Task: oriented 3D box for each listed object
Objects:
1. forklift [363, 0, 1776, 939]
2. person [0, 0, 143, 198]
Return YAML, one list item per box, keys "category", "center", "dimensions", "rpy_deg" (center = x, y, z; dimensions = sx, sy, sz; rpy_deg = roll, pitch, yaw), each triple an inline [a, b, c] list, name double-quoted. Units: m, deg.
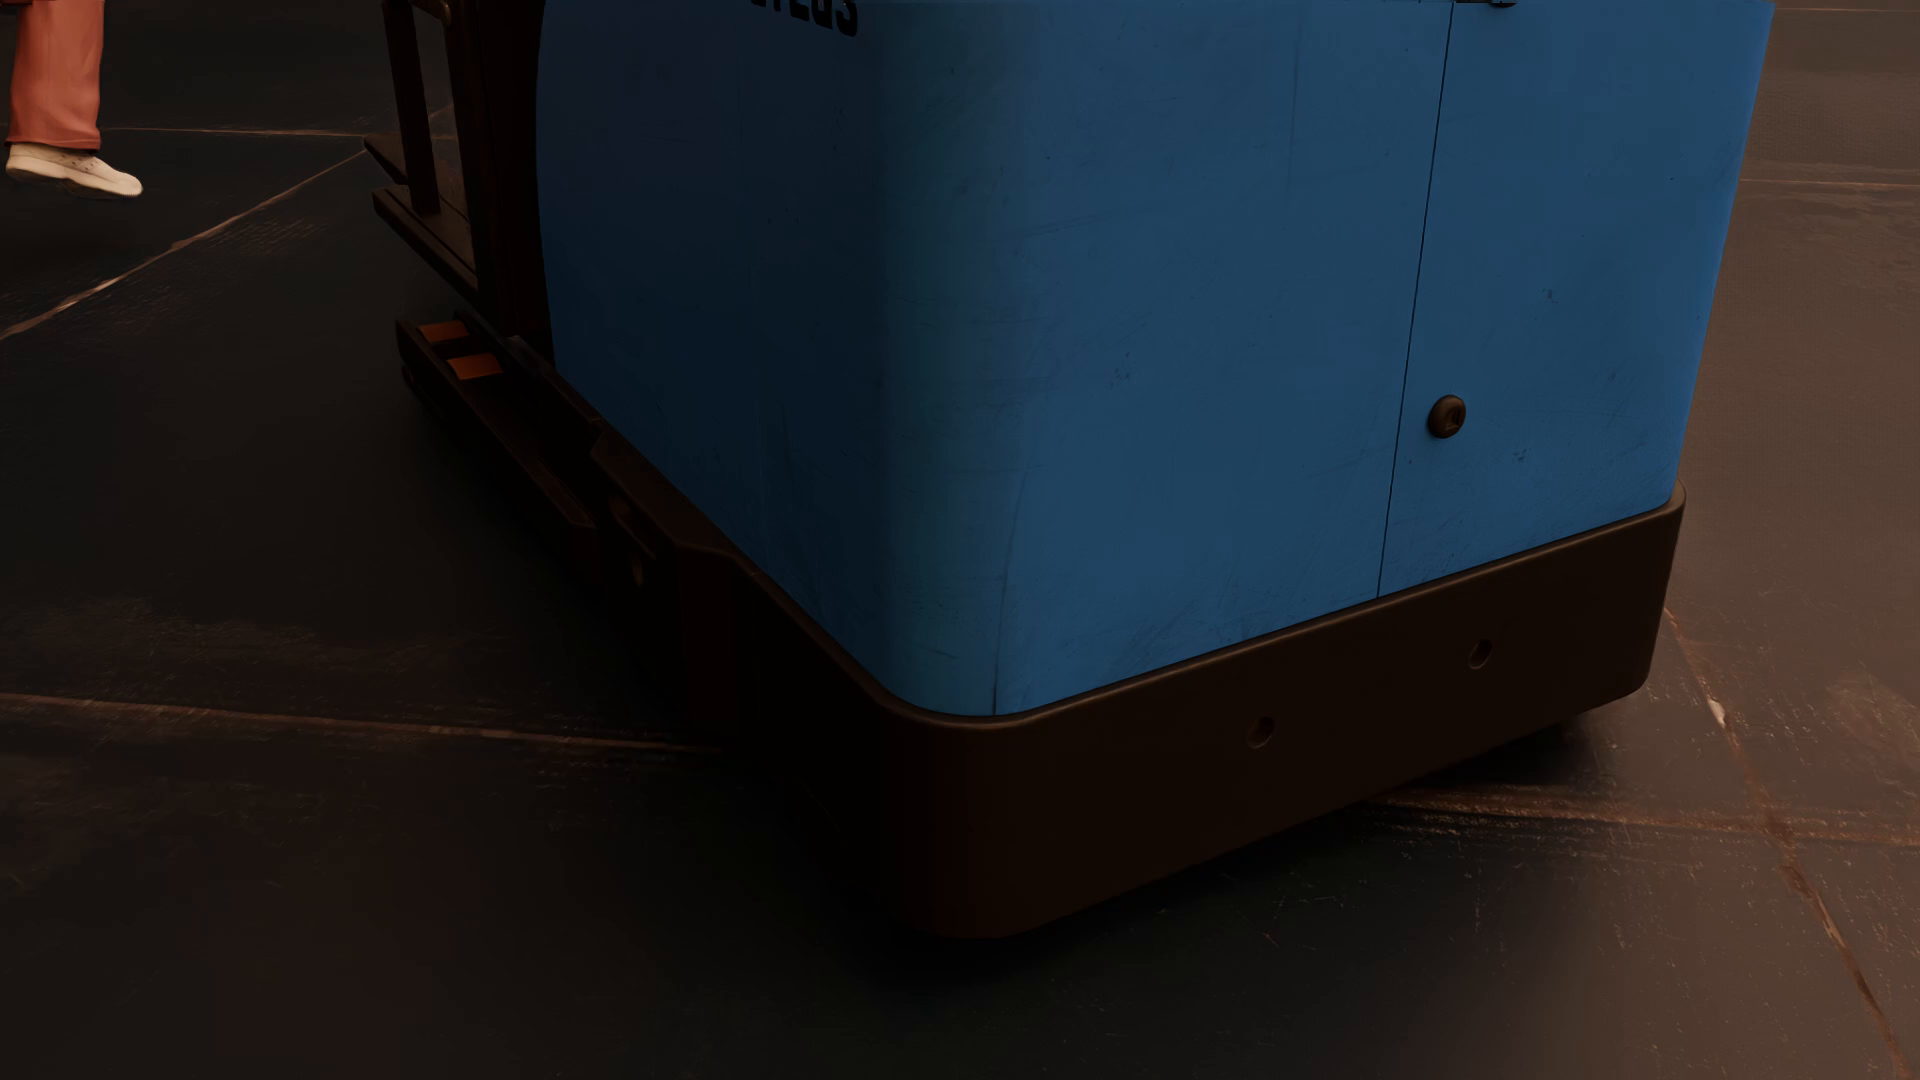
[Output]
- category: "forklift"
  center: [-0.337, -1.551, 2.327]
  dimensions: [1.130, 2.935, 3.031]
  rpy_deg: [-15, 30, -27]
- category: "person"
  center: [-2.360, -1.272, 3.743]
  dimensions: [0.793, 1.243, 0.593]
  rpy_deg: [14, 30, 26]
